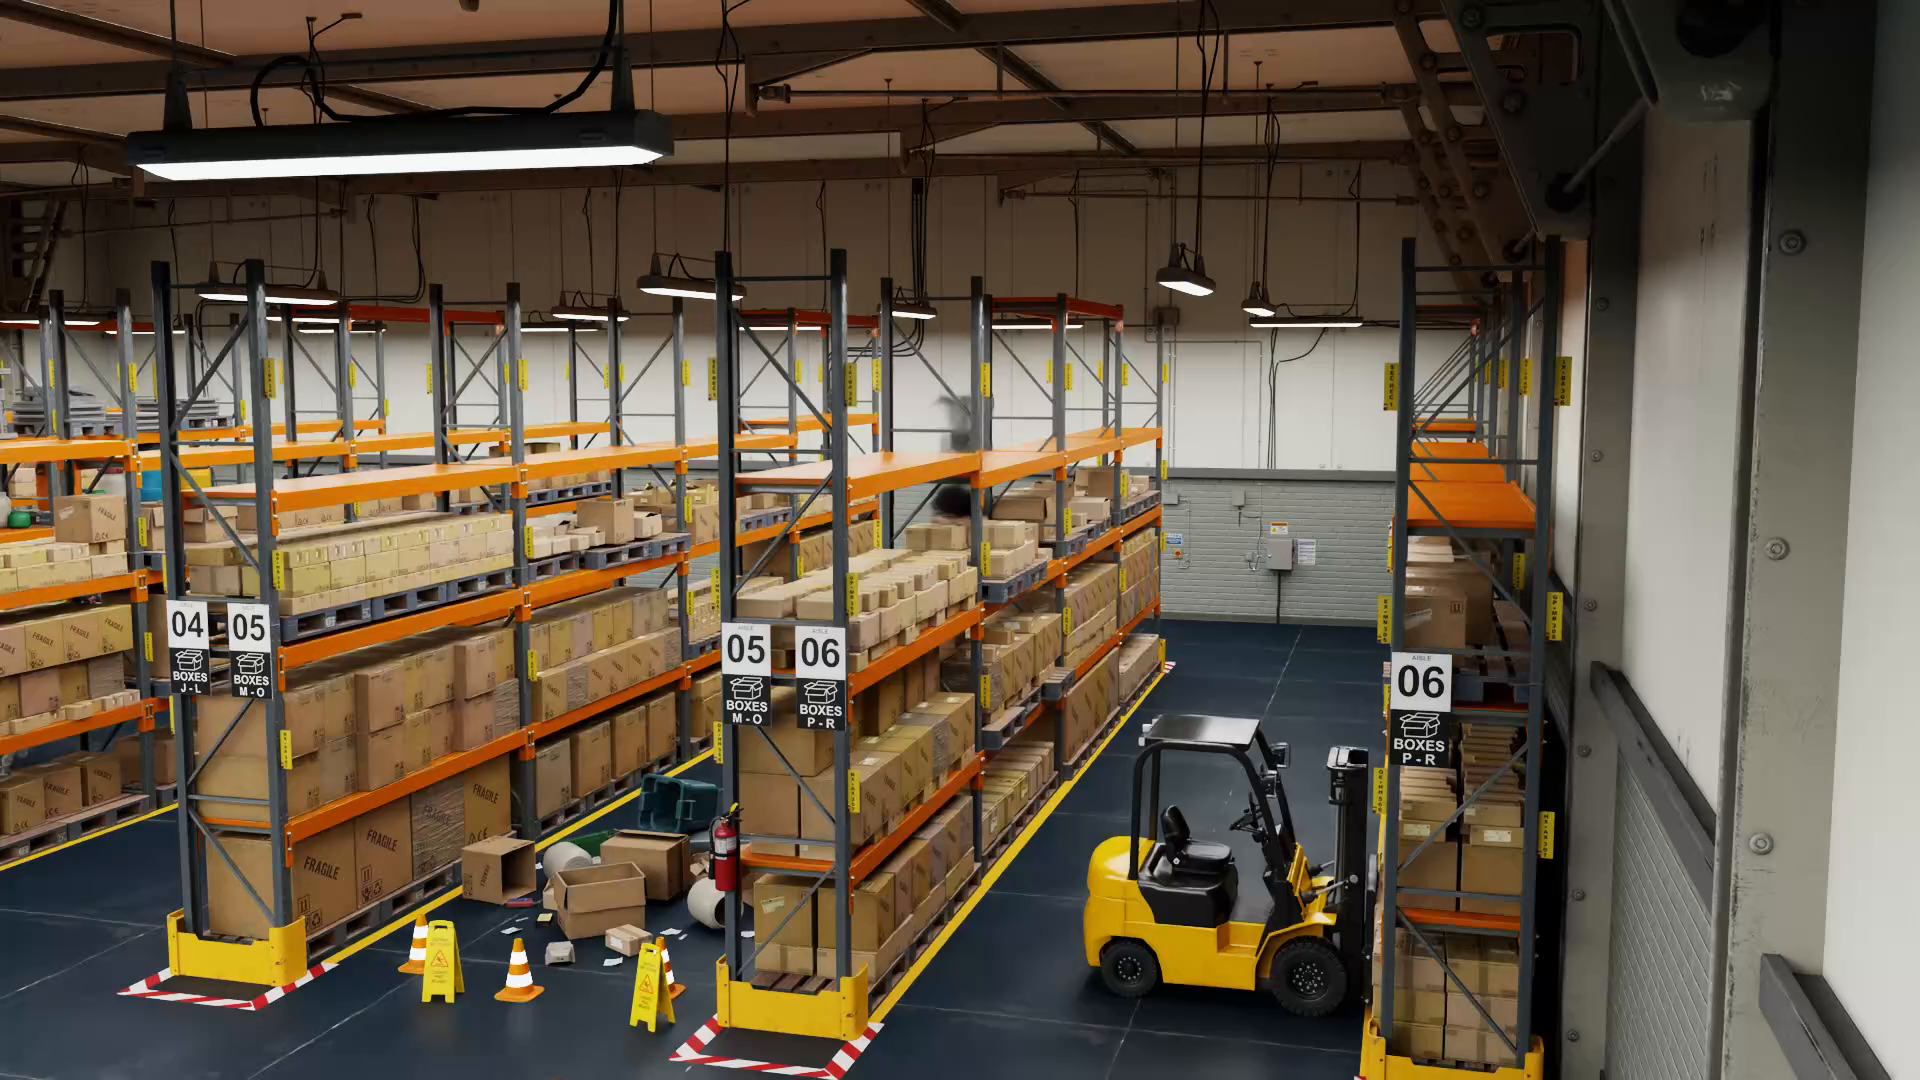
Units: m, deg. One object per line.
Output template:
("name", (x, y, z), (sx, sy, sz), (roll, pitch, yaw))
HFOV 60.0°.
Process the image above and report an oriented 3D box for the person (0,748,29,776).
("person", (-12.046, 2.119, 21.115), (0.628, 1.675, 0.982), (-1, 6, -6))
